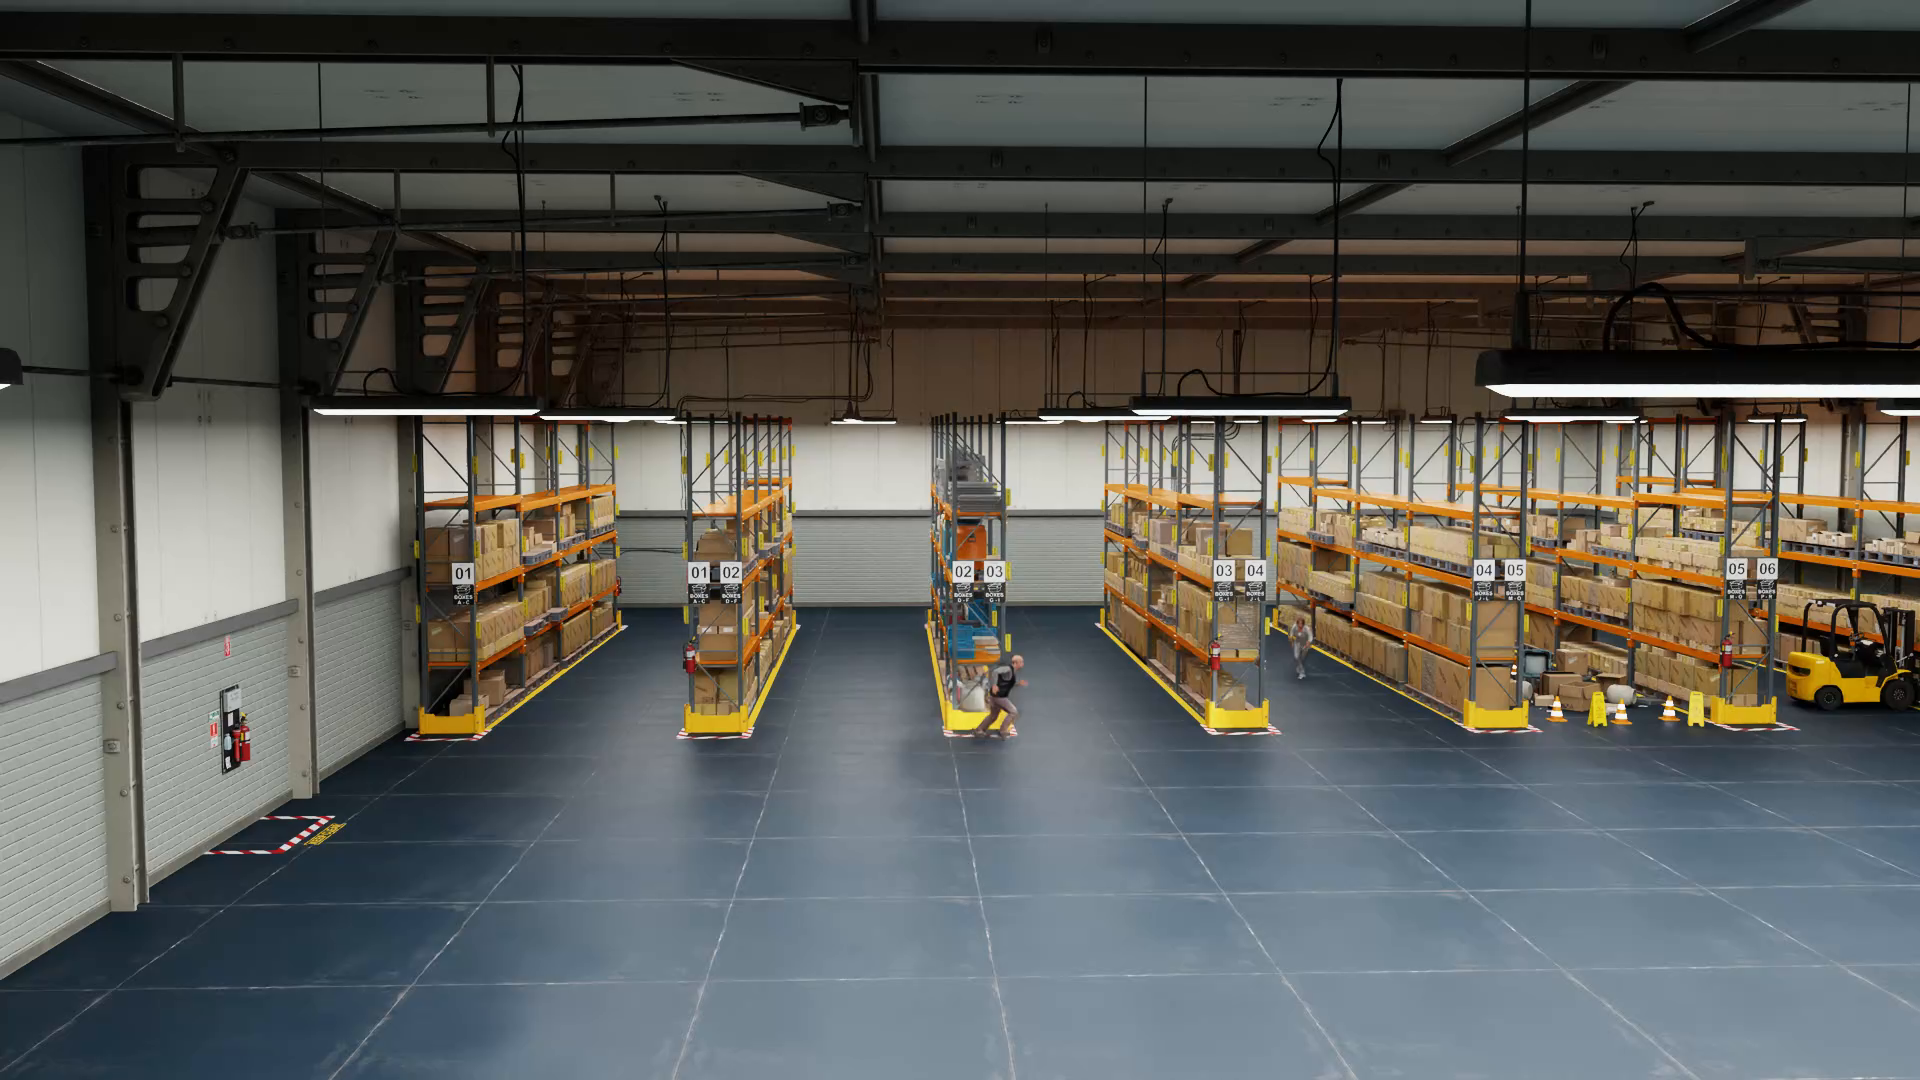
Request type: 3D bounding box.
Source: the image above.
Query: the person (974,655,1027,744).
[{"bbox_3d":[0.726,2.894,30.102,0.981,1.636,0.694,1,4,13],"label":"person"}]

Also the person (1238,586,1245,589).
[{"bbox_3d":[7.812,1.757,46.030,0.654,1.722,0.875,0,4,3],"label":"person"}]

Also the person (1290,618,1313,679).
[{"bbox_3d":[7.810,2.437,37.993,0.528,1.416,1.002,1,4,16],"label":"person"}]
